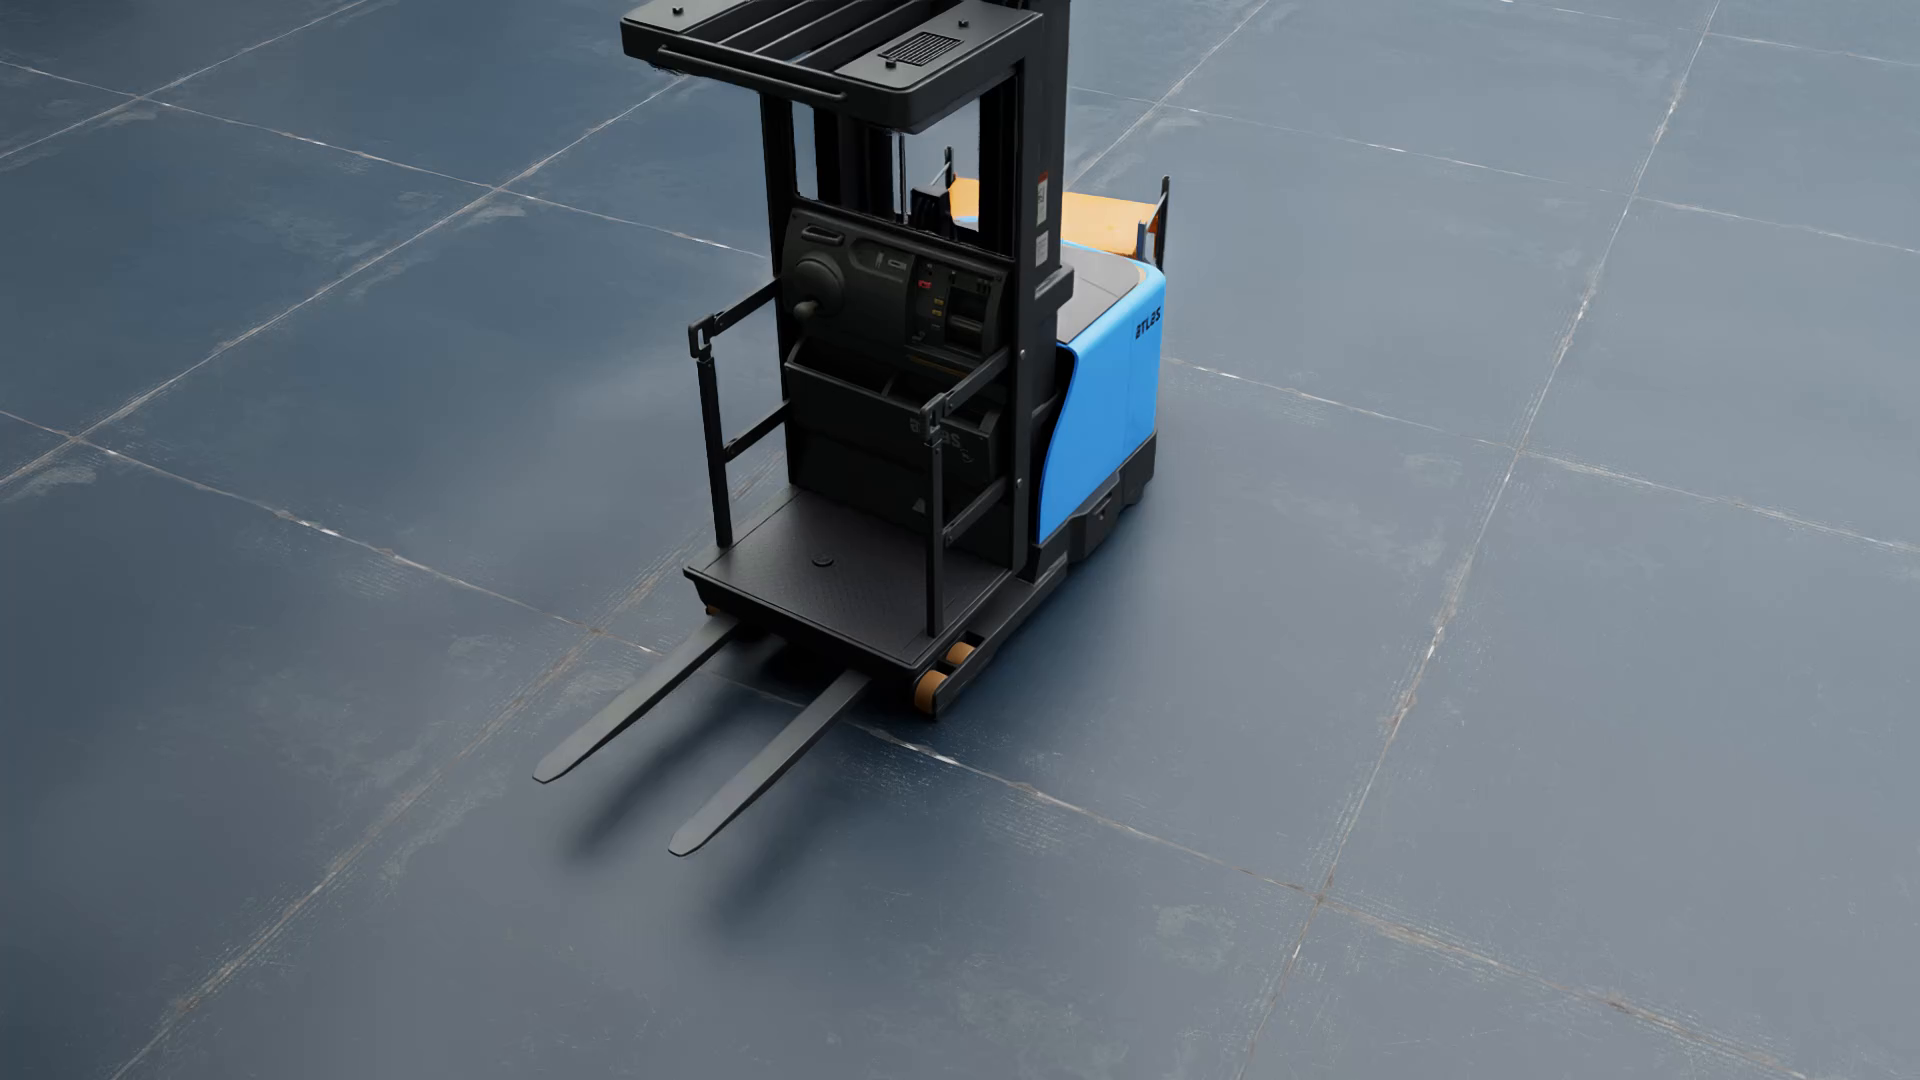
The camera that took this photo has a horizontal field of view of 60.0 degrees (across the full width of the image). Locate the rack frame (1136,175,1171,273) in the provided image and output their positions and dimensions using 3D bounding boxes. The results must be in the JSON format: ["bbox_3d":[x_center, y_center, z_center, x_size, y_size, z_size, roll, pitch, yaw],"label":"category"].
[{"bbox_3d":[0.846,-1.032,7.551,0.032,1.125,0.500,12,39,15],"label":"rack frame"}]

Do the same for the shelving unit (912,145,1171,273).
[{"bbox_3d":[0.364,-1.130,7.681,1.048,1.125,0.538,12,39,15],"label":"shelving unit"}]

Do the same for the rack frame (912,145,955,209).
[{"bbox_3d":[-0.117,-1.229,7.811,0.032,1.125,0.500,12,39,15],"label":"rack frame"}]

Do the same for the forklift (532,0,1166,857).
[{"bbox_3d":[-0.362,-0.838,5.802,1.130,2.935,3.031,21,42,26],"label":"forklift"}]

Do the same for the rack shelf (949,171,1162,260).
[{"bbox_3d":[0.364,-1.363,7.504,1.000,0.278,0.538,12,39,15],"label":"rack shelf"}]
